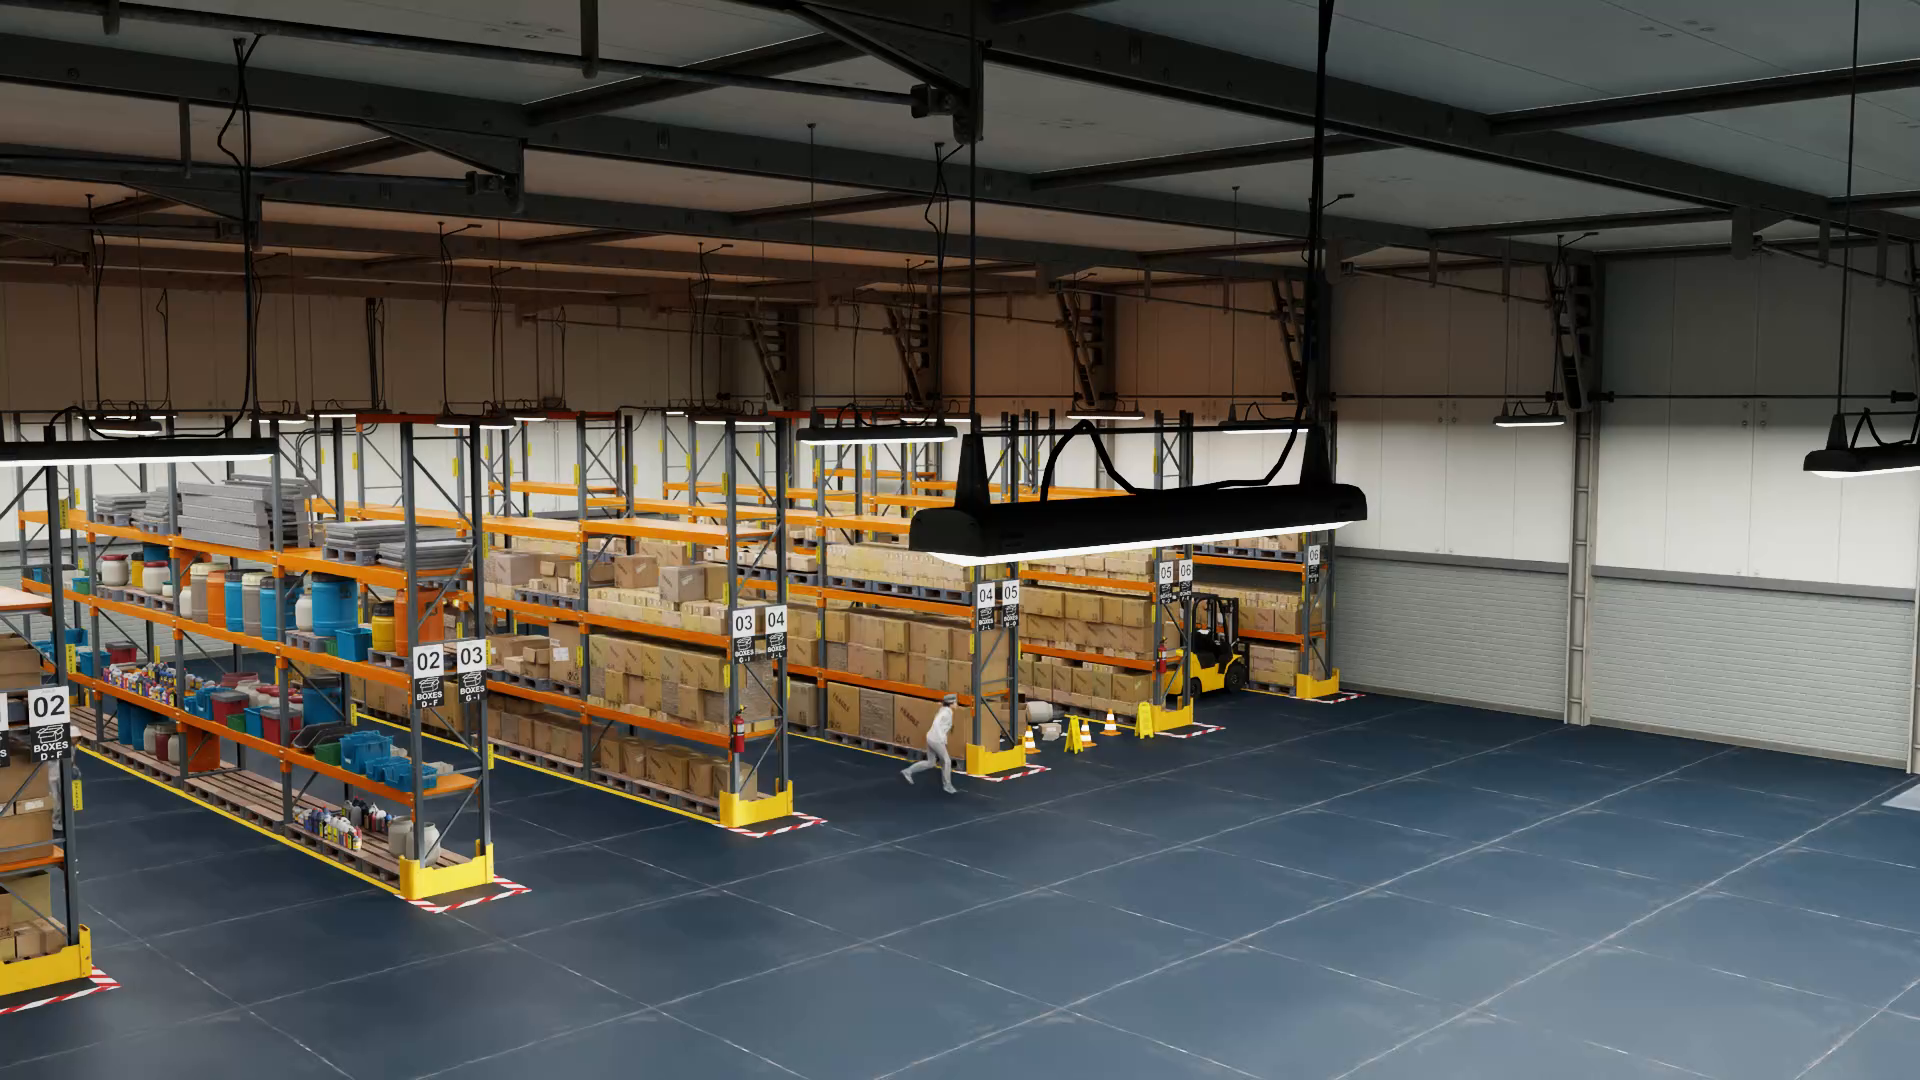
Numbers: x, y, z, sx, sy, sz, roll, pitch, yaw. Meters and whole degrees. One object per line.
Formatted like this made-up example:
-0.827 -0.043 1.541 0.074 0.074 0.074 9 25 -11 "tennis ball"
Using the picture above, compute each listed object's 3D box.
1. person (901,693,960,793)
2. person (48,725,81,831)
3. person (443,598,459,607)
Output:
-0.467 3.256 26.479 0.919 1.636 0.638 0 5 3 "person"
-13.202 3.457 24.168 1.039 1.574 0.692 1 5 16 "person"
-12.172 2.052 39.862 0.727 1.661 0.800 -2 5 -18 "person"
